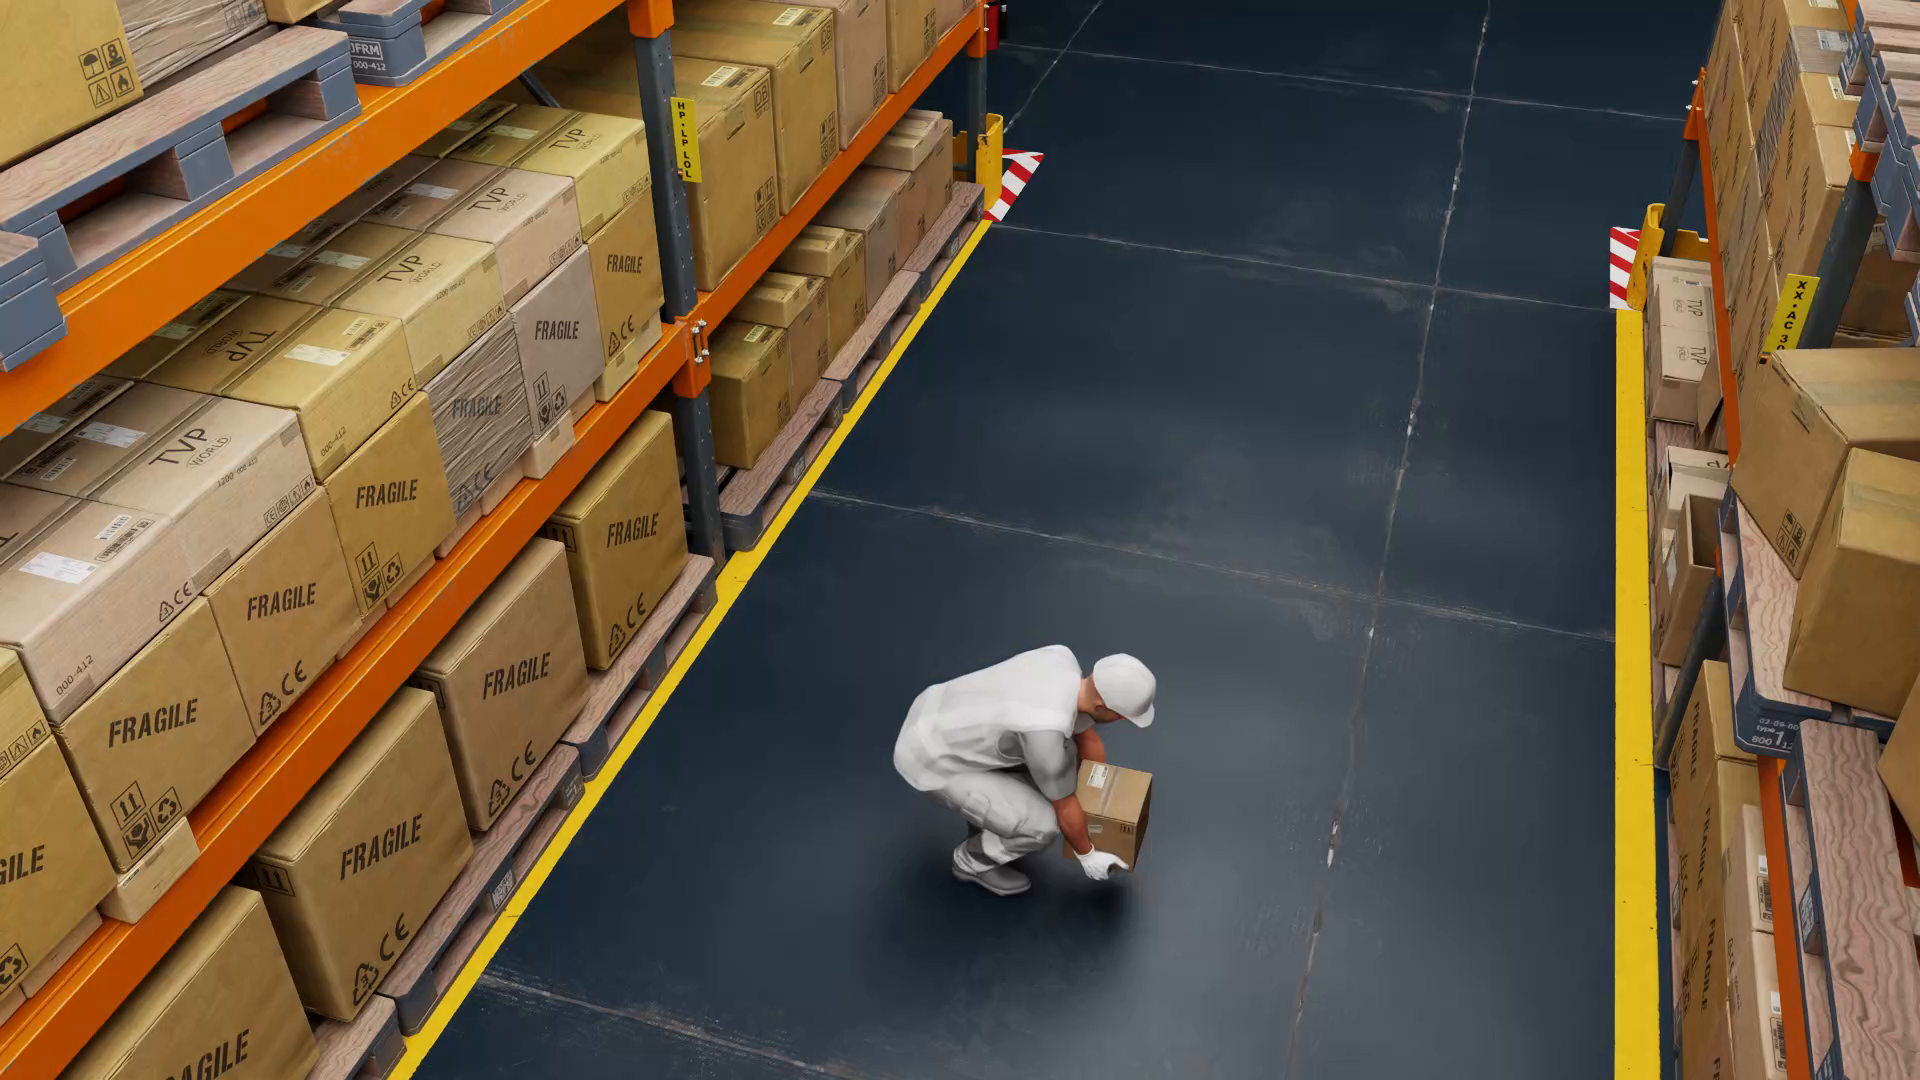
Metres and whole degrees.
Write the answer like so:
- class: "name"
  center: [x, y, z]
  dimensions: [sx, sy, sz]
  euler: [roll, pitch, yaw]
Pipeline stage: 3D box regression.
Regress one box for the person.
- class: "person"
  center: [0.215, 0.763, 5.767]
  dimensions: [0.870, 1.006, 0.537]
  euler: [10, 38, 13]
